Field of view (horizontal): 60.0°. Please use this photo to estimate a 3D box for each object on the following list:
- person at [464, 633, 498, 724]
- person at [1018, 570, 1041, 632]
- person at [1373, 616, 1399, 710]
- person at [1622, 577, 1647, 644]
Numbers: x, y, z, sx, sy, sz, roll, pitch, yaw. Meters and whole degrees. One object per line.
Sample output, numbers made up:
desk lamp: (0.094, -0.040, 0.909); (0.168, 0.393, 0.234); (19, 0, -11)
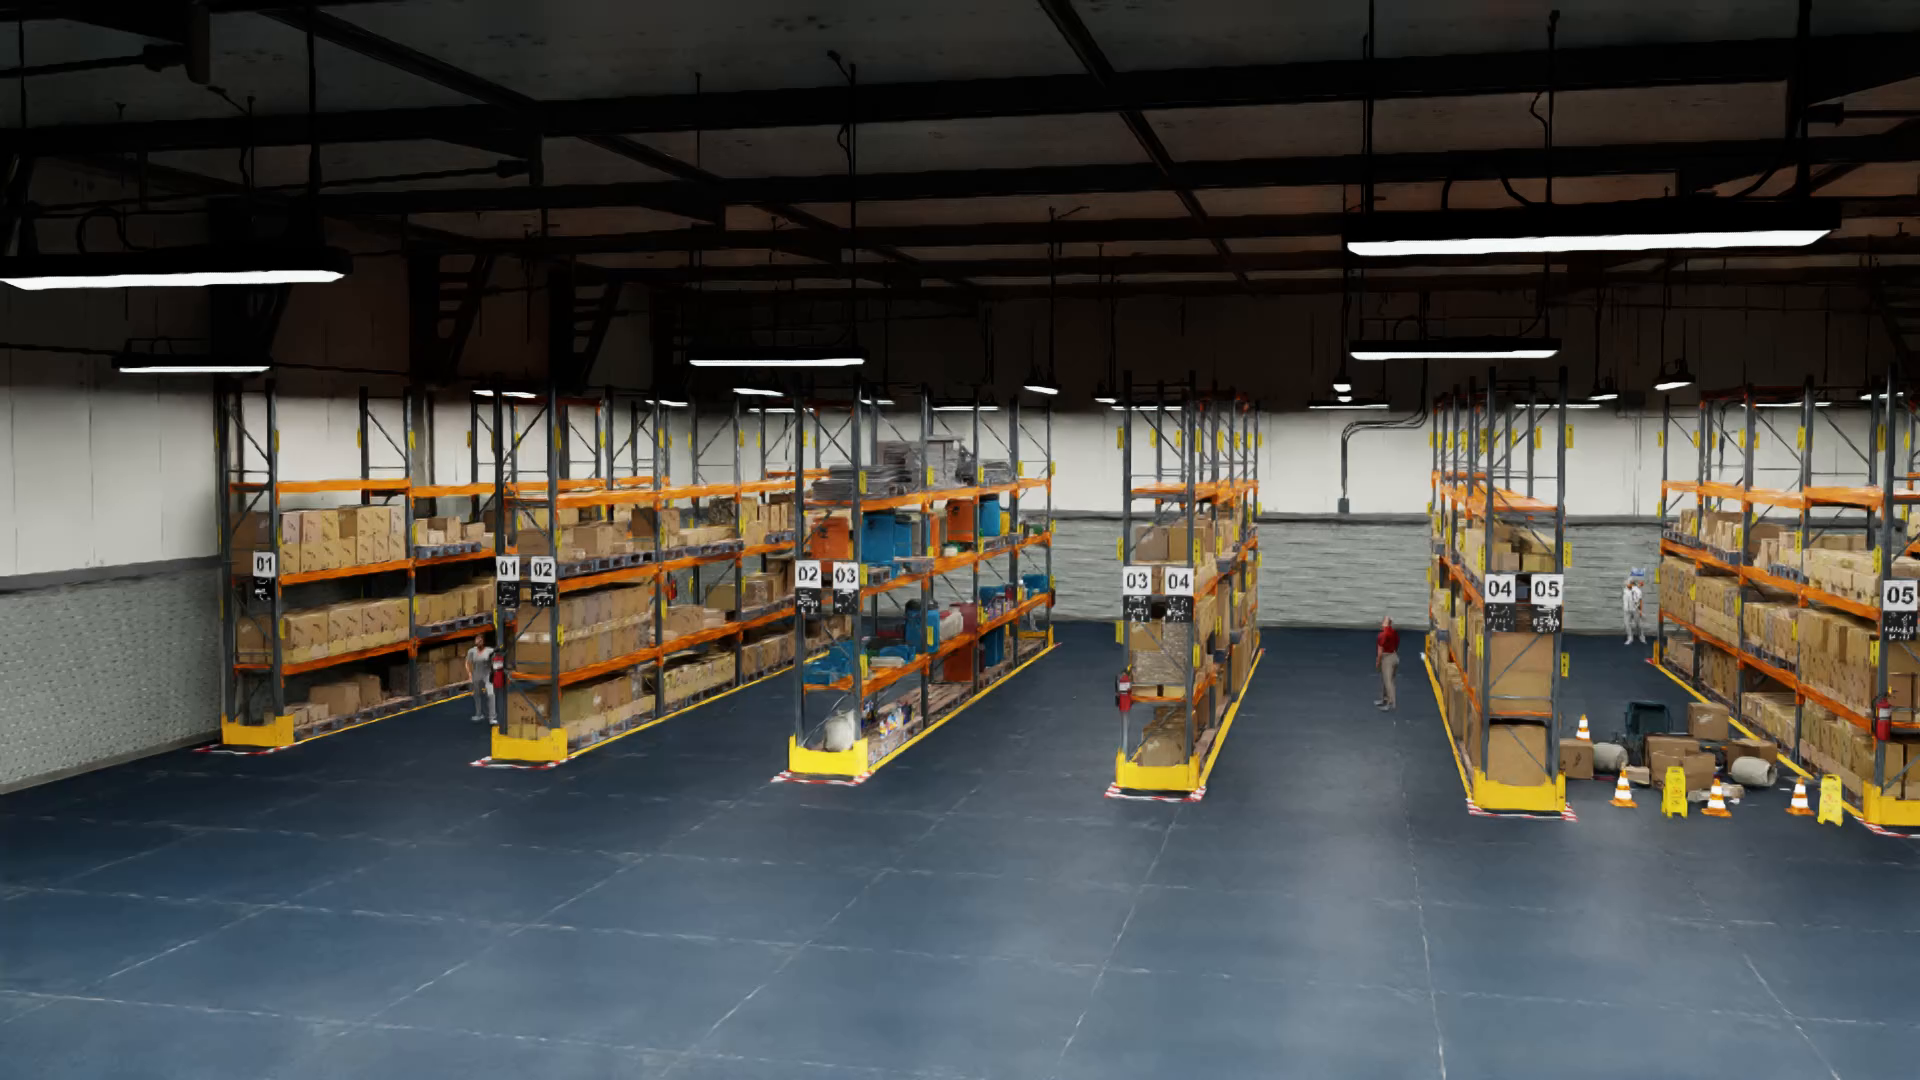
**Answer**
person: (-8.422, 2.425, 29.425); (0.609, 1.604, 0.814); (0, 3, -3)
person: (1.702, 1.589, 42.808); (0.697, 1.670, 0.559); (-3, 4, -39)
person: (7.929, 2.267, 30.991); (0.580, 1.721, 0.654); (3, 5, 42)
person: (16.607, 1.729, 40.945); (0.586, 1.651, 0.542); (-3, 4, -39)
